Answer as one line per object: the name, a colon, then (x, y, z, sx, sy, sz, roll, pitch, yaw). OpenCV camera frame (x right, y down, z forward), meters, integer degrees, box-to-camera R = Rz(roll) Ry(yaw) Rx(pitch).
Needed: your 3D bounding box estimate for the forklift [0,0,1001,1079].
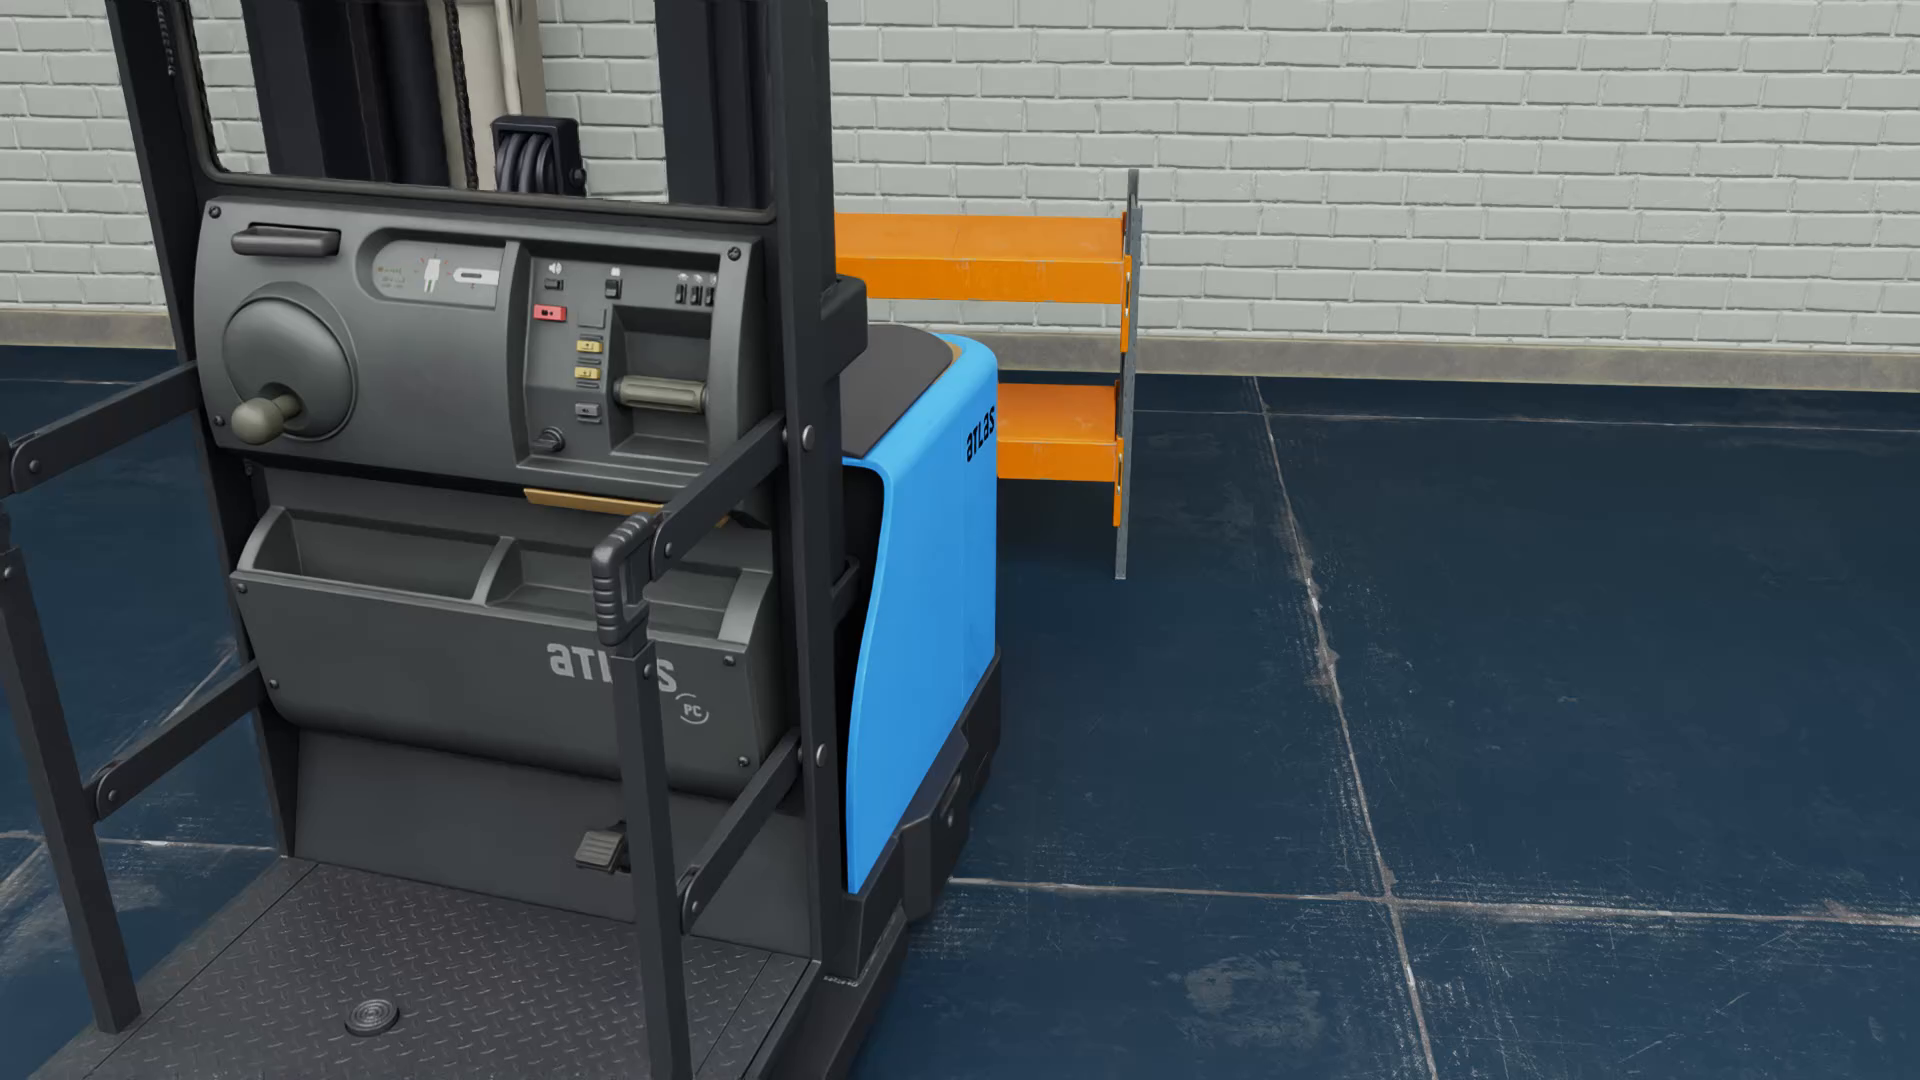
forklift: (-0.811, -0.271, 2.332, 1.130, 2.935, 3.031, 7, 26, 15)

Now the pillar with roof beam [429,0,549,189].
pillar with roof beam: (-2.144, -2.998, 1.000, 0.400, 9.000, 9.100, 2, 25, 4)

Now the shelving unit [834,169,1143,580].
shelving unit: (-0.007, -0.511, 5.015, 1.048, 1.125, 0.538, 2, 25, 4)

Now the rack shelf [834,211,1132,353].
rack shelf: (-0.007, -0.777, 4.893, 1.000, 0.278, 0.538, 2, 25, 4)

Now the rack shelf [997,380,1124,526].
rack shelf: (-0.007, -0.289, 5.118, 1.000, 0.278, 0.538, 2, 25, 4)

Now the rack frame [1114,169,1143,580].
rack frame: (0.500, -0.495, 4.980, 0.032, 1.125, 0.500, 2, 25, 4)
